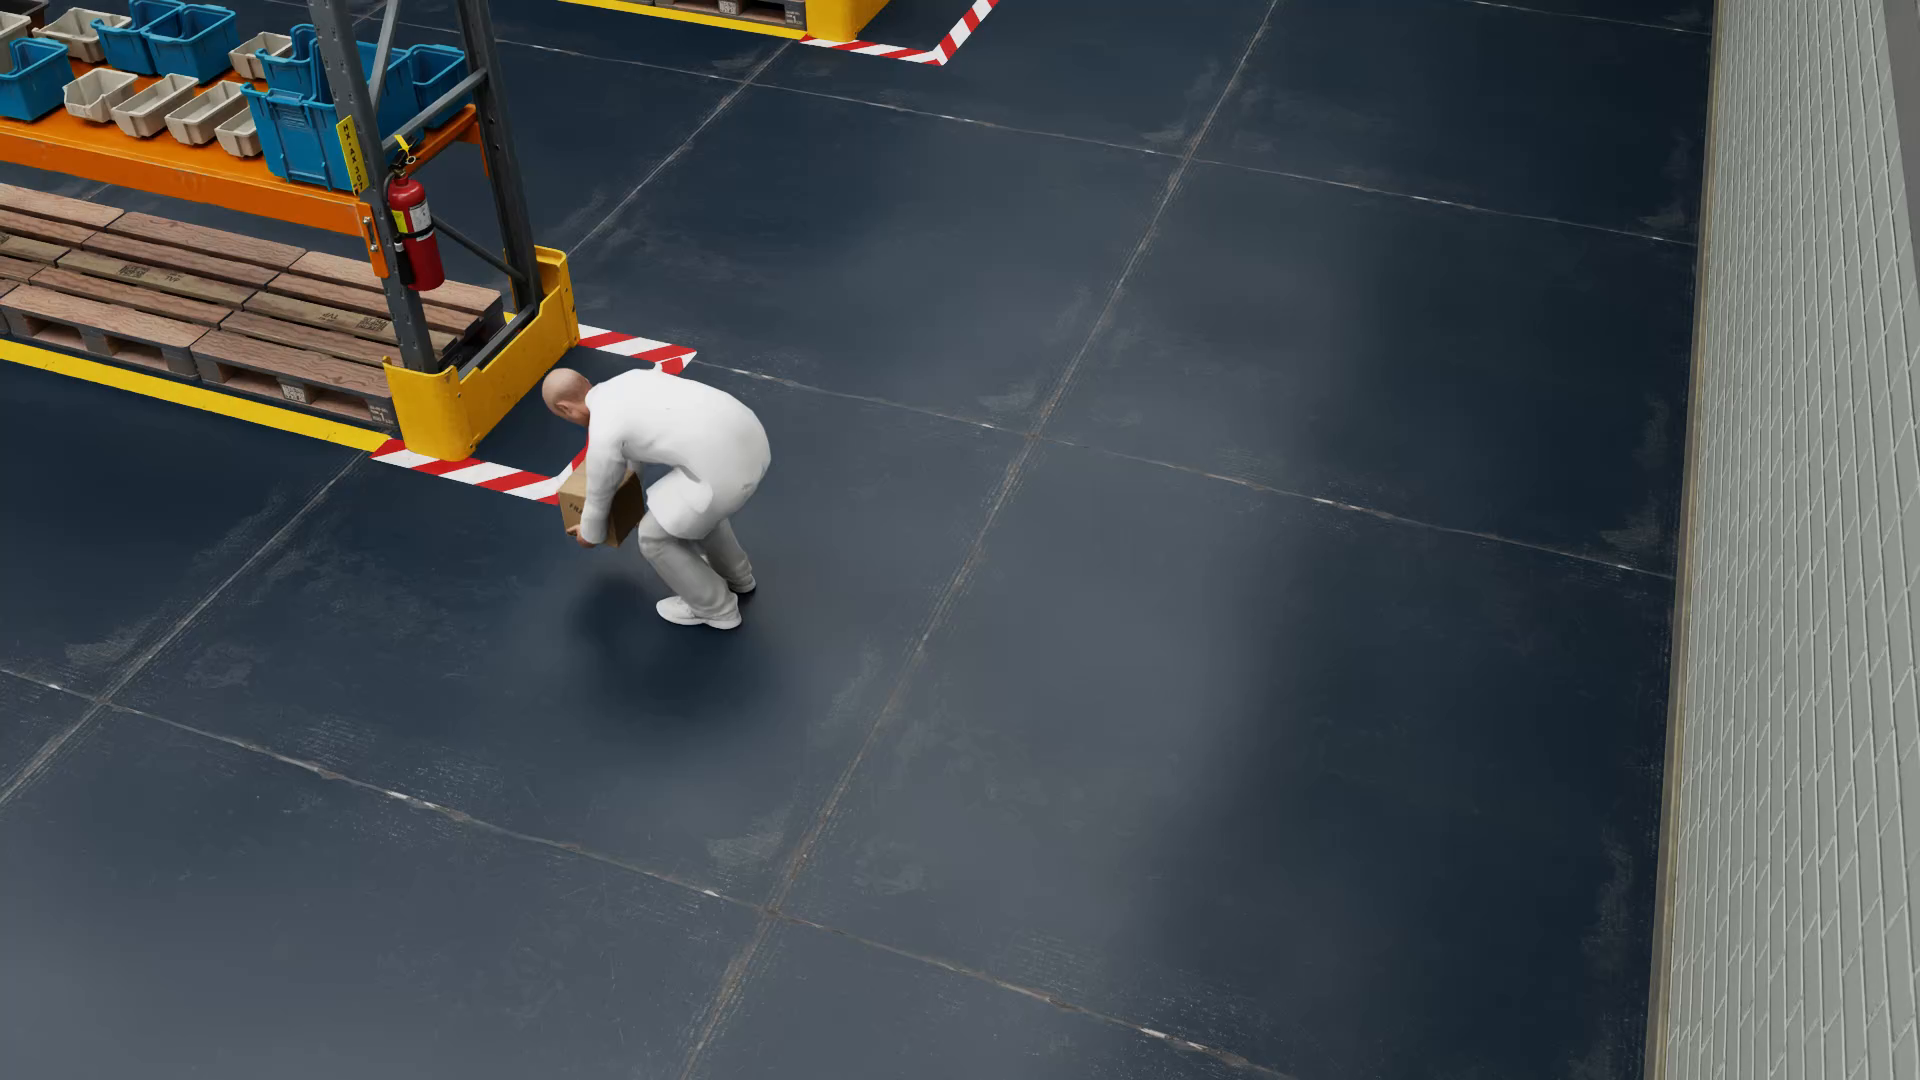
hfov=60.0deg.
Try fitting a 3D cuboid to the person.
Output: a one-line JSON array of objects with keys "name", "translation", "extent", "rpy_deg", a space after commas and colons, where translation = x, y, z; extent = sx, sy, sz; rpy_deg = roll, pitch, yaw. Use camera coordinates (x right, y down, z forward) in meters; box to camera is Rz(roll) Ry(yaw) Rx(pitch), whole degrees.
[{"name": "person", "translation": [-1.228, -0.185, 6.918], "extent": [0.941, 1.077, 0.585], "rpy_deg": [12, 42, 13]}]
